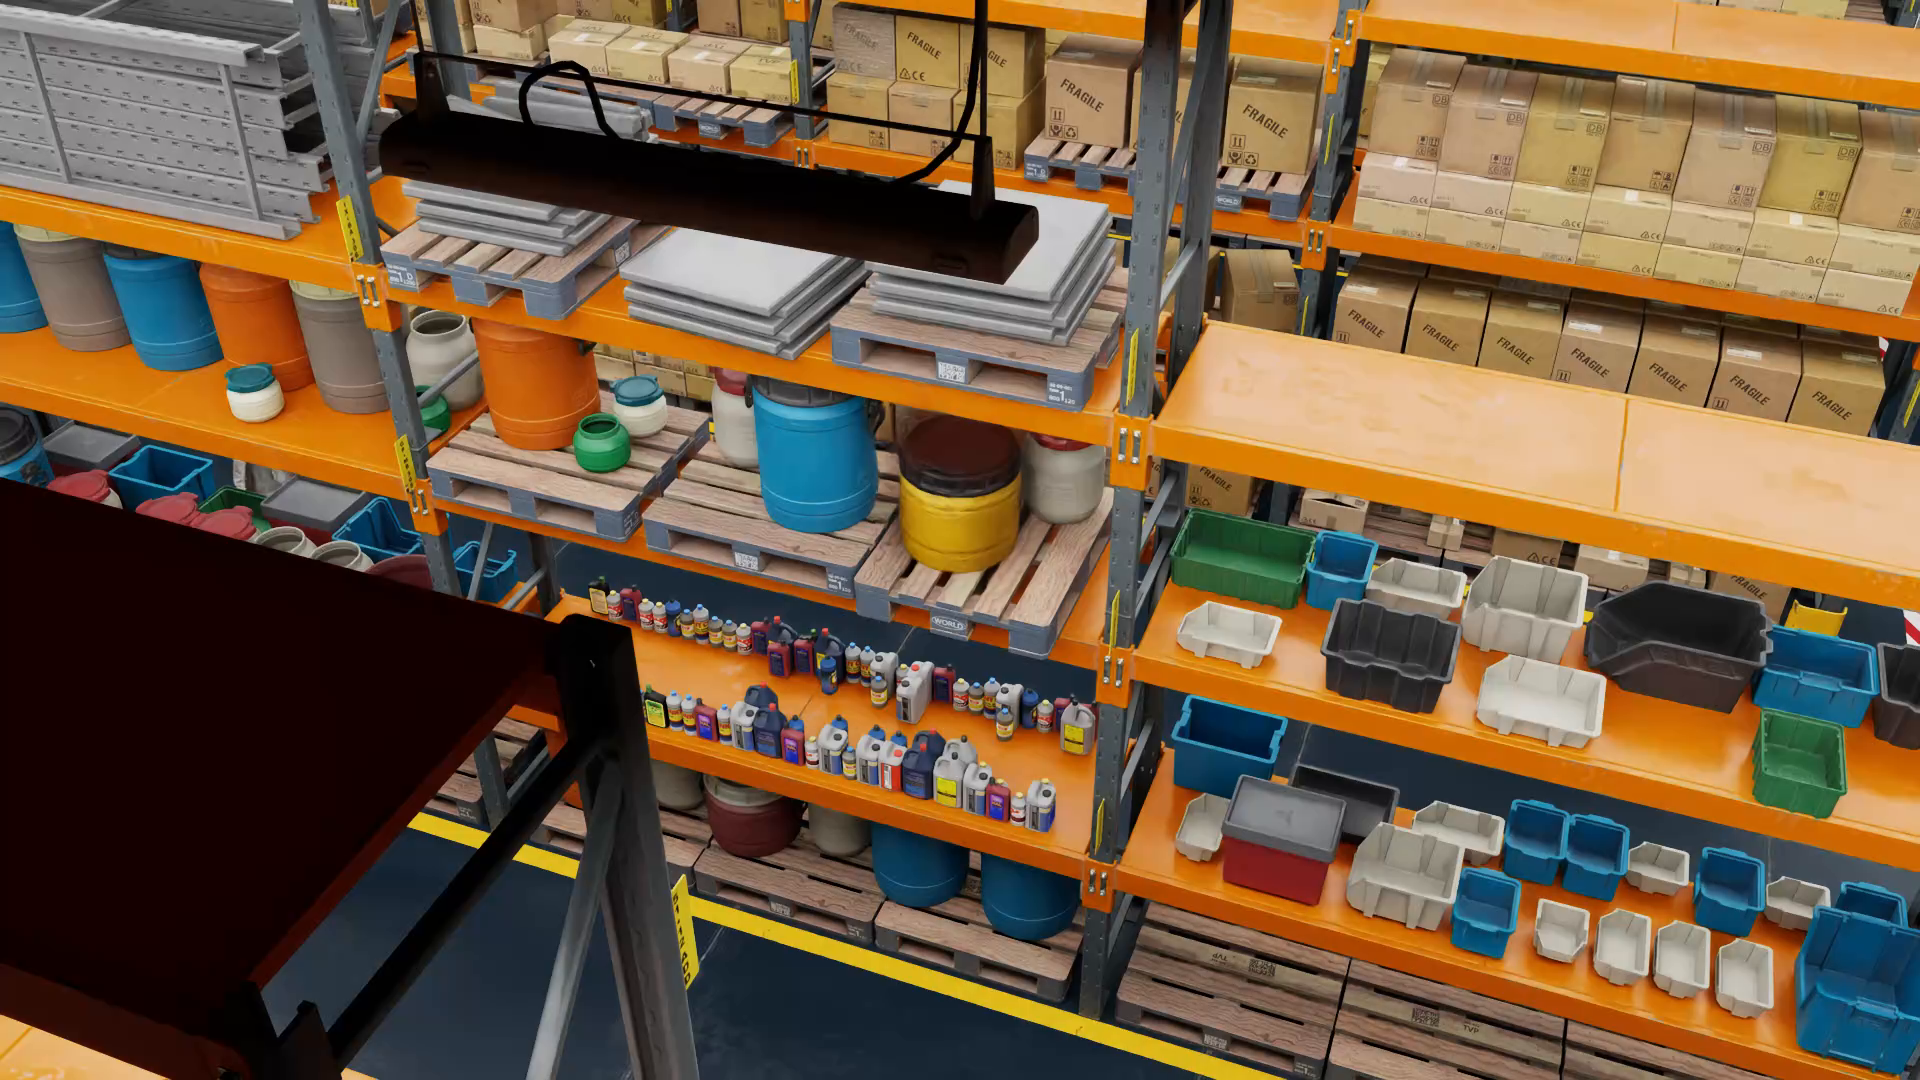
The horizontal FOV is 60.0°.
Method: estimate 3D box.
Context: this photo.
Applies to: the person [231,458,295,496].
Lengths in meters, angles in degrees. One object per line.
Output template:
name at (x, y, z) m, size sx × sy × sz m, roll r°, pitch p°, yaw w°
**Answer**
person at (-5.281, -0.391, 12.606) m, size 0.556 × 1.568 × 0.576 m, roll -8°, pitch 37°, yaw -10°
